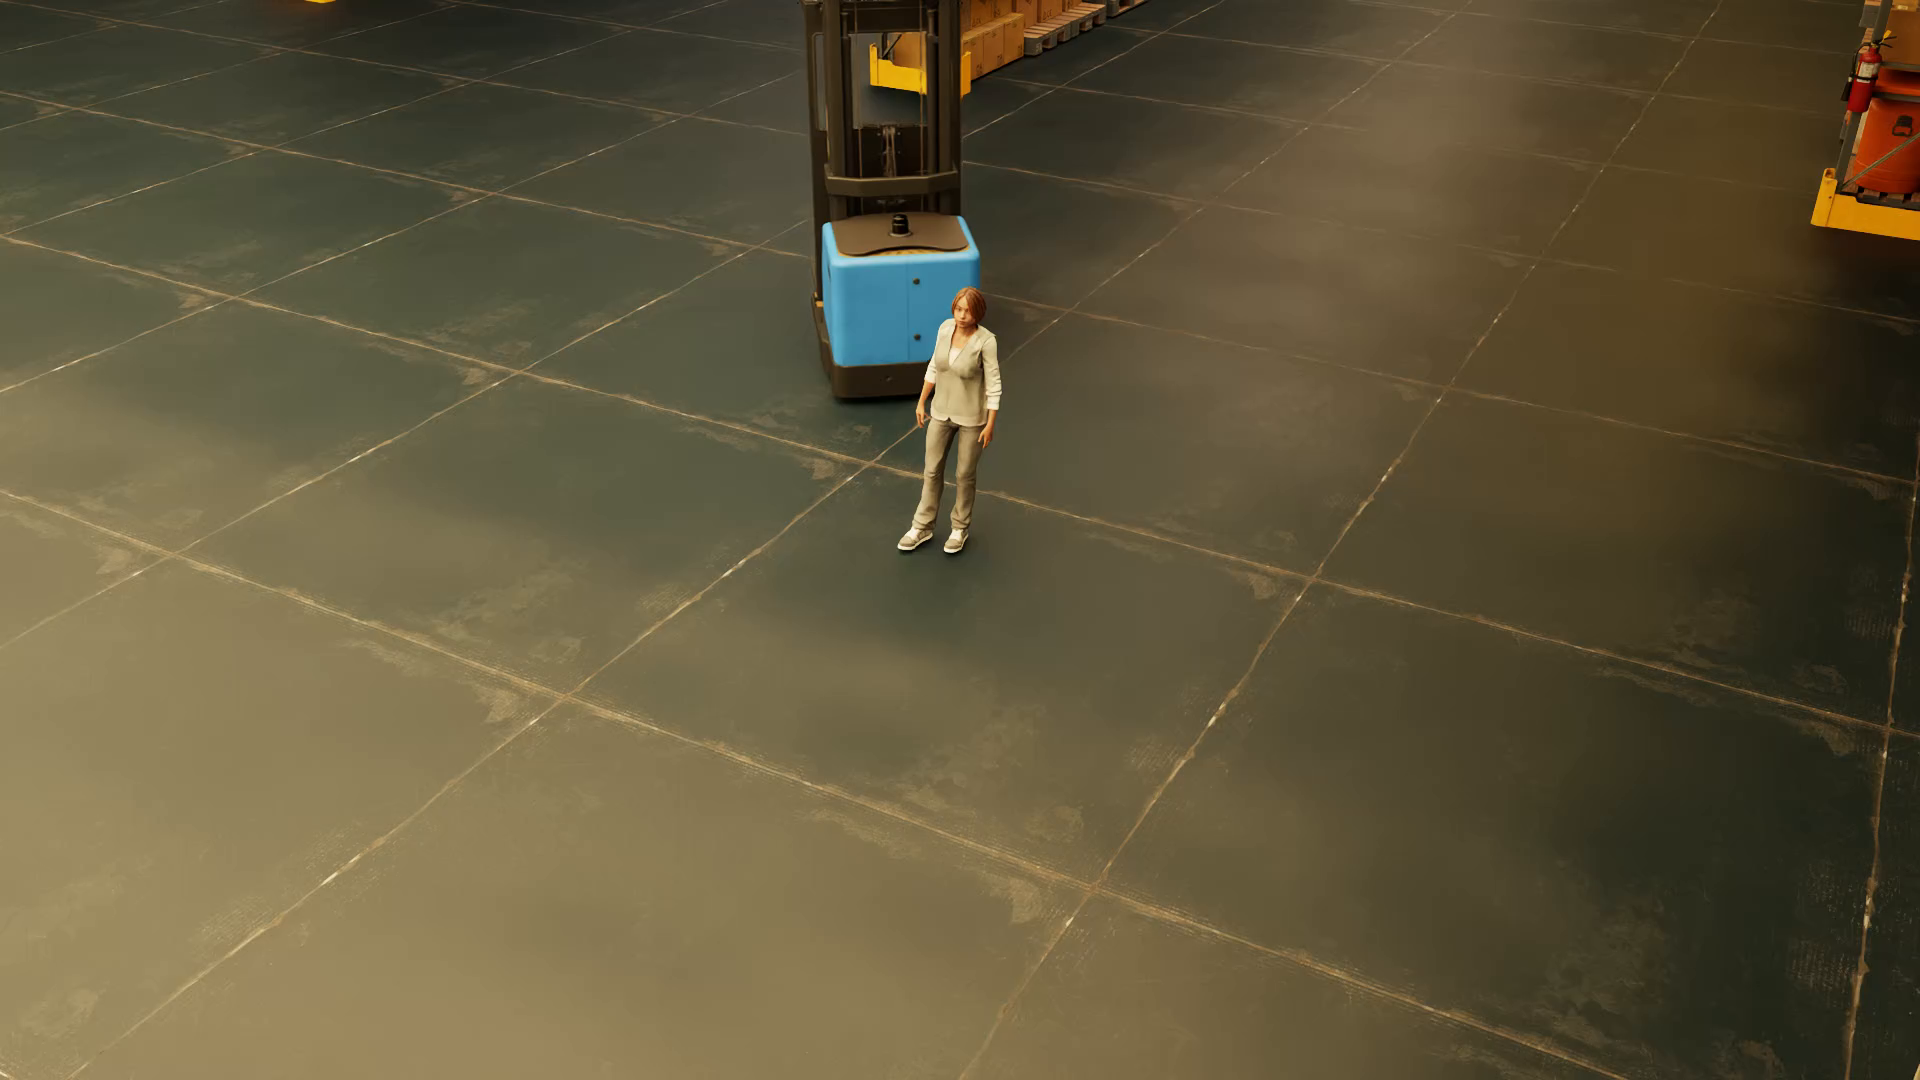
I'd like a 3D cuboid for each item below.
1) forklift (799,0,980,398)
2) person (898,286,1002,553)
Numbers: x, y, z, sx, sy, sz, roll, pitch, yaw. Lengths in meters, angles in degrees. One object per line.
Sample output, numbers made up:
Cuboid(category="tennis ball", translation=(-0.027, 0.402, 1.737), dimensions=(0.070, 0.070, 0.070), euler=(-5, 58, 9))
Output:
Cuboid(category="forklift", translation=(-0.574, -2.972, 12.220), dimensions=(1.130, 2.935, 3.031), euler=(-4, 30, -7))
Cuboid(category="person", translation=(-0.048, -0.663, 9.554), dimensions=(0.520, 1.582, 0.475), euler=(15, 33, 25))
